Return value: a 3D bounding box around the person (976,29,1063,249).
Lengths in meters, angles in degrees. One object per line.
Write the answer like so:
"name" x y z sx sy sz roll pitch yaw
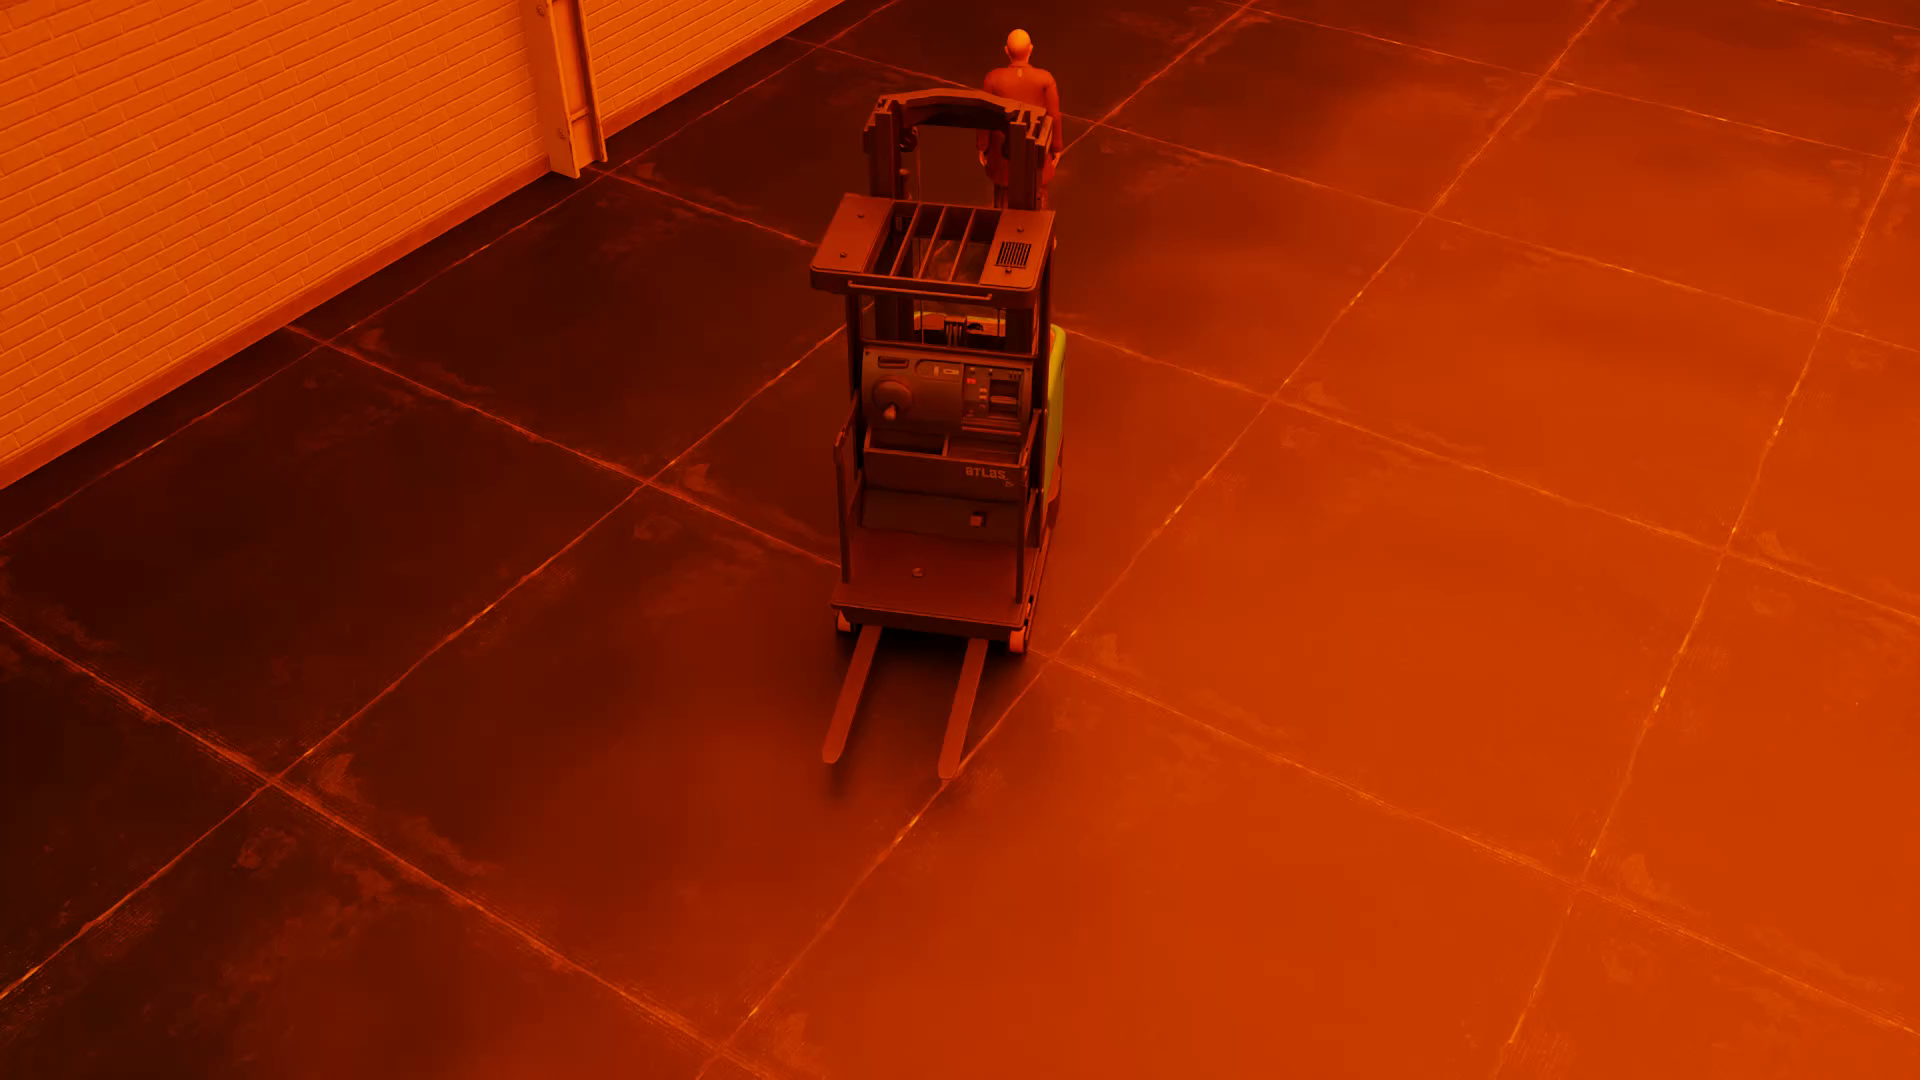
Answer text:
"person" 0.437 -2.891 12.275 0.644 1.772 0.436 4 40 5

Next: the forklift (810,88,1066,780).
"forklift" -0.108 -0.731 8.830 1.130 2.935 3.031 7 41 8
